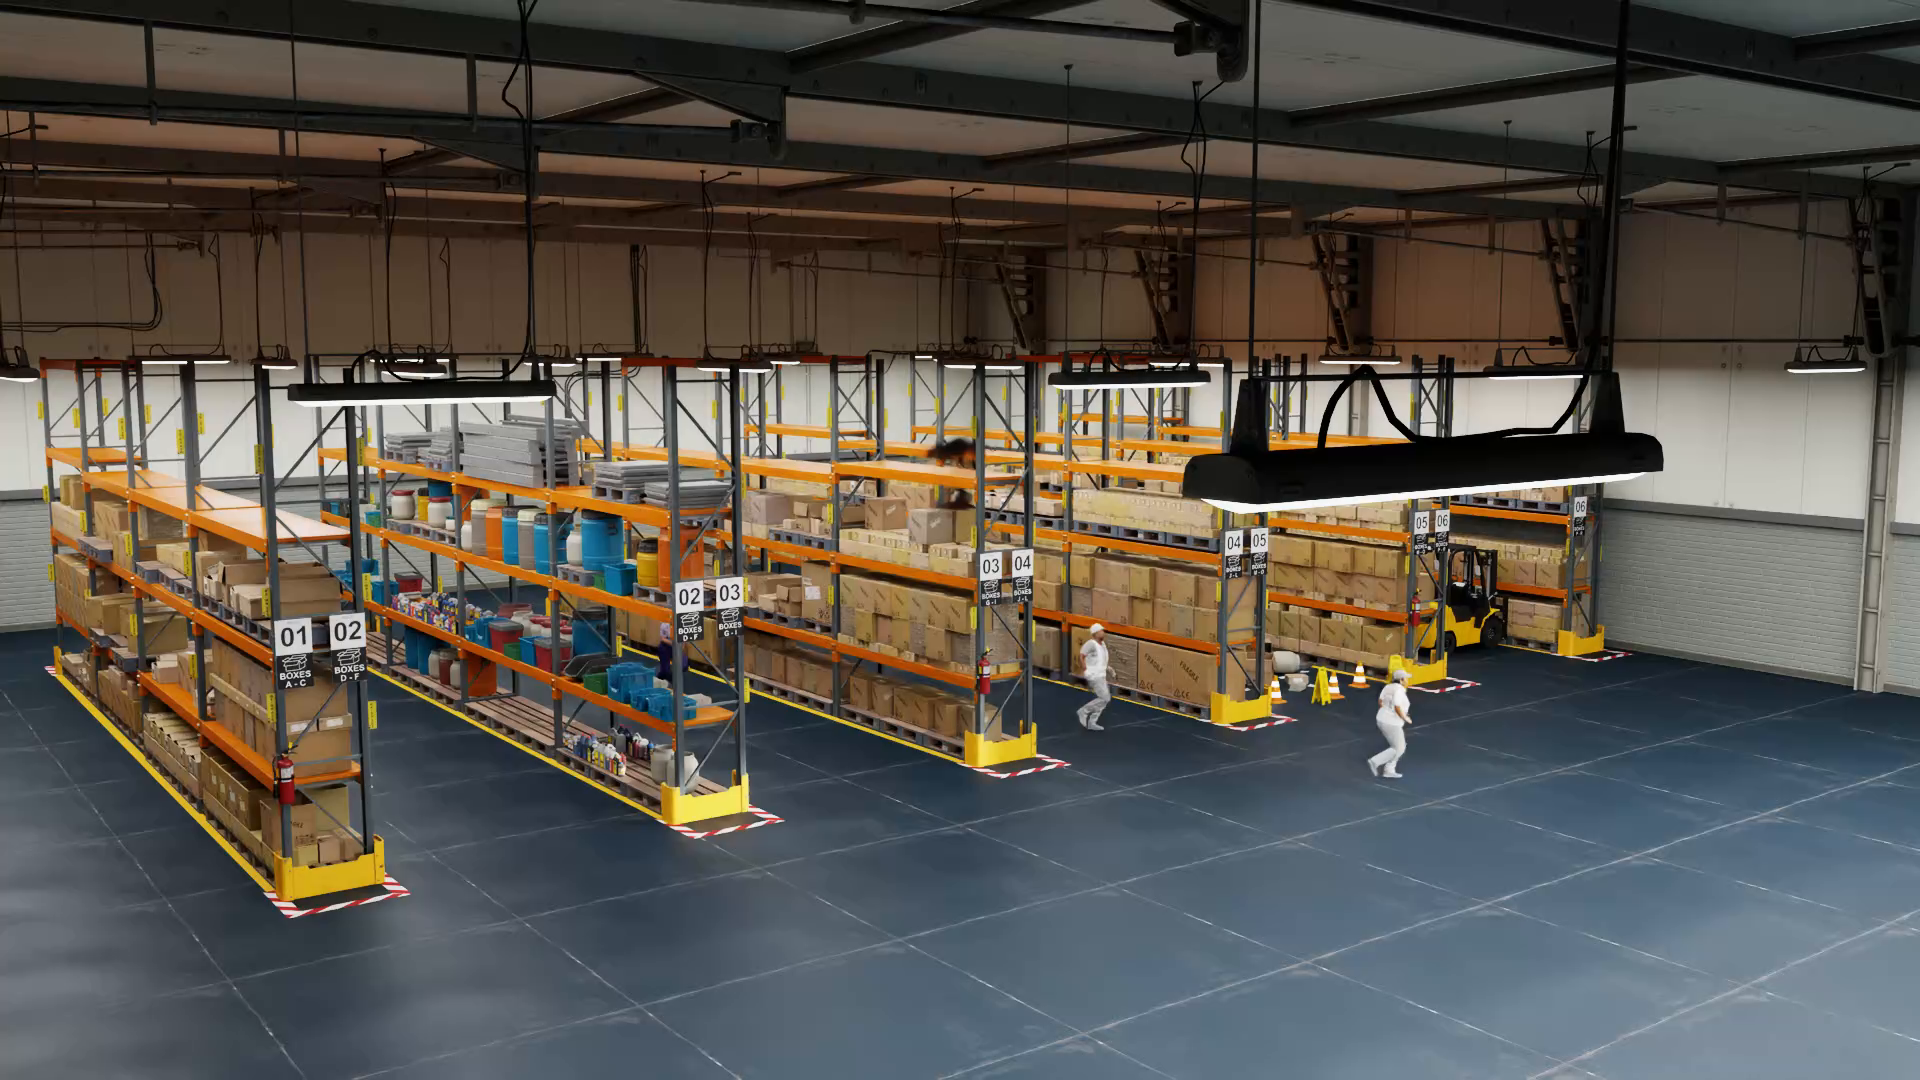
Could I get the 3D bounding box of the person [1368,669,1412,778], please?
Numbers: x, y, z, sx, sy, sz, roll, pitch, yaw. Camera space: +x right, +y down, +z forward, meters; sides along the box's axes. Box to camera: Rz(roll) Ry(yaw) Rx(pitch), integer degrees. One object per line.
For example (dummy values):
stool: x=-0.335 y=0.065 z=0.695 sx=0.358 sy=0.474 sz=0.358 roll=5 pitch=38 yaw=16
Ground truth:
person: x=6.198 y=2.667 z=24.054 sx=0.652 sy=1.614 sz=0.608 roll=-1 pitch=7 yaw=-8

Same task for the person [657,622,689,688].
person: x=-5.182 y=1.976 z=29.963 sx=0.829 sy=1.541 sz=0.606 roll=7 pitch=10 yaw=44

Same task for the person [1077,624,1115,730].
person: x=2.243 y=2.226 z=27.153 sx=0.561 sy=1.721 sz=0.730 roll=2 pitch=7 yaw=19
